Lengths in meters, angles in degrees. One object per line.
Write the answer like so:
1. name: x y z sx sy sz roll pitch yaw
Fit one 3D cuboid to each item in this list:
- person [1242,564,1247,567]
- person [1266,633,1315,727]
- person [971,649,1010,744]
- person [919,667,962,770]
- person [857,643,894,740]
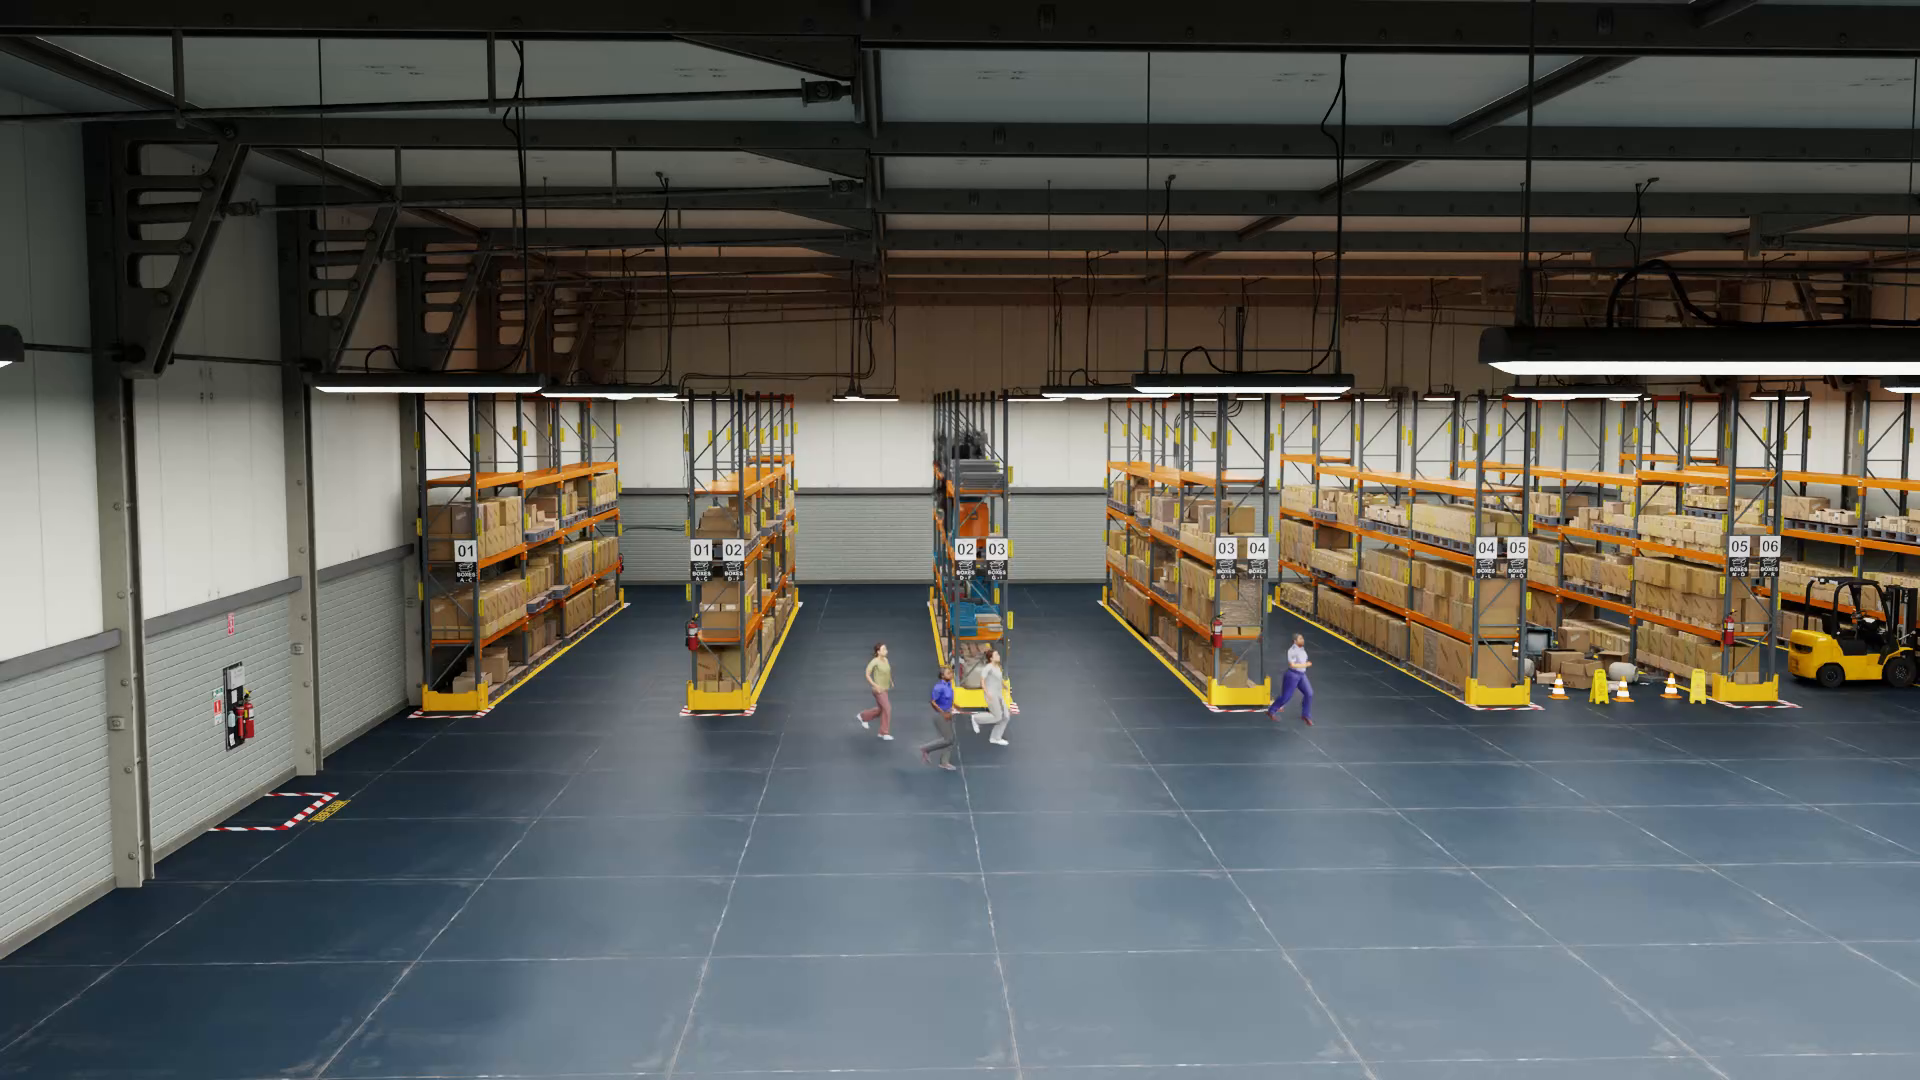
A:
1. person: 7.870 0.985 47.496 0.733 1.726 0.529 2 5 27
2. person: 5.945 2.491 29.701 0.881 1.697 0.610 4 6 39
3. person: 0.525 2.635 28.072 0.620 1.600 0.565 2 5 28
4. person: -0.291 2.794 26.168 0.609 1.631 0.576 2 5 20
5. person: -1.453 2.581 28.566 0.733 1.672 0.586 3 5 29
